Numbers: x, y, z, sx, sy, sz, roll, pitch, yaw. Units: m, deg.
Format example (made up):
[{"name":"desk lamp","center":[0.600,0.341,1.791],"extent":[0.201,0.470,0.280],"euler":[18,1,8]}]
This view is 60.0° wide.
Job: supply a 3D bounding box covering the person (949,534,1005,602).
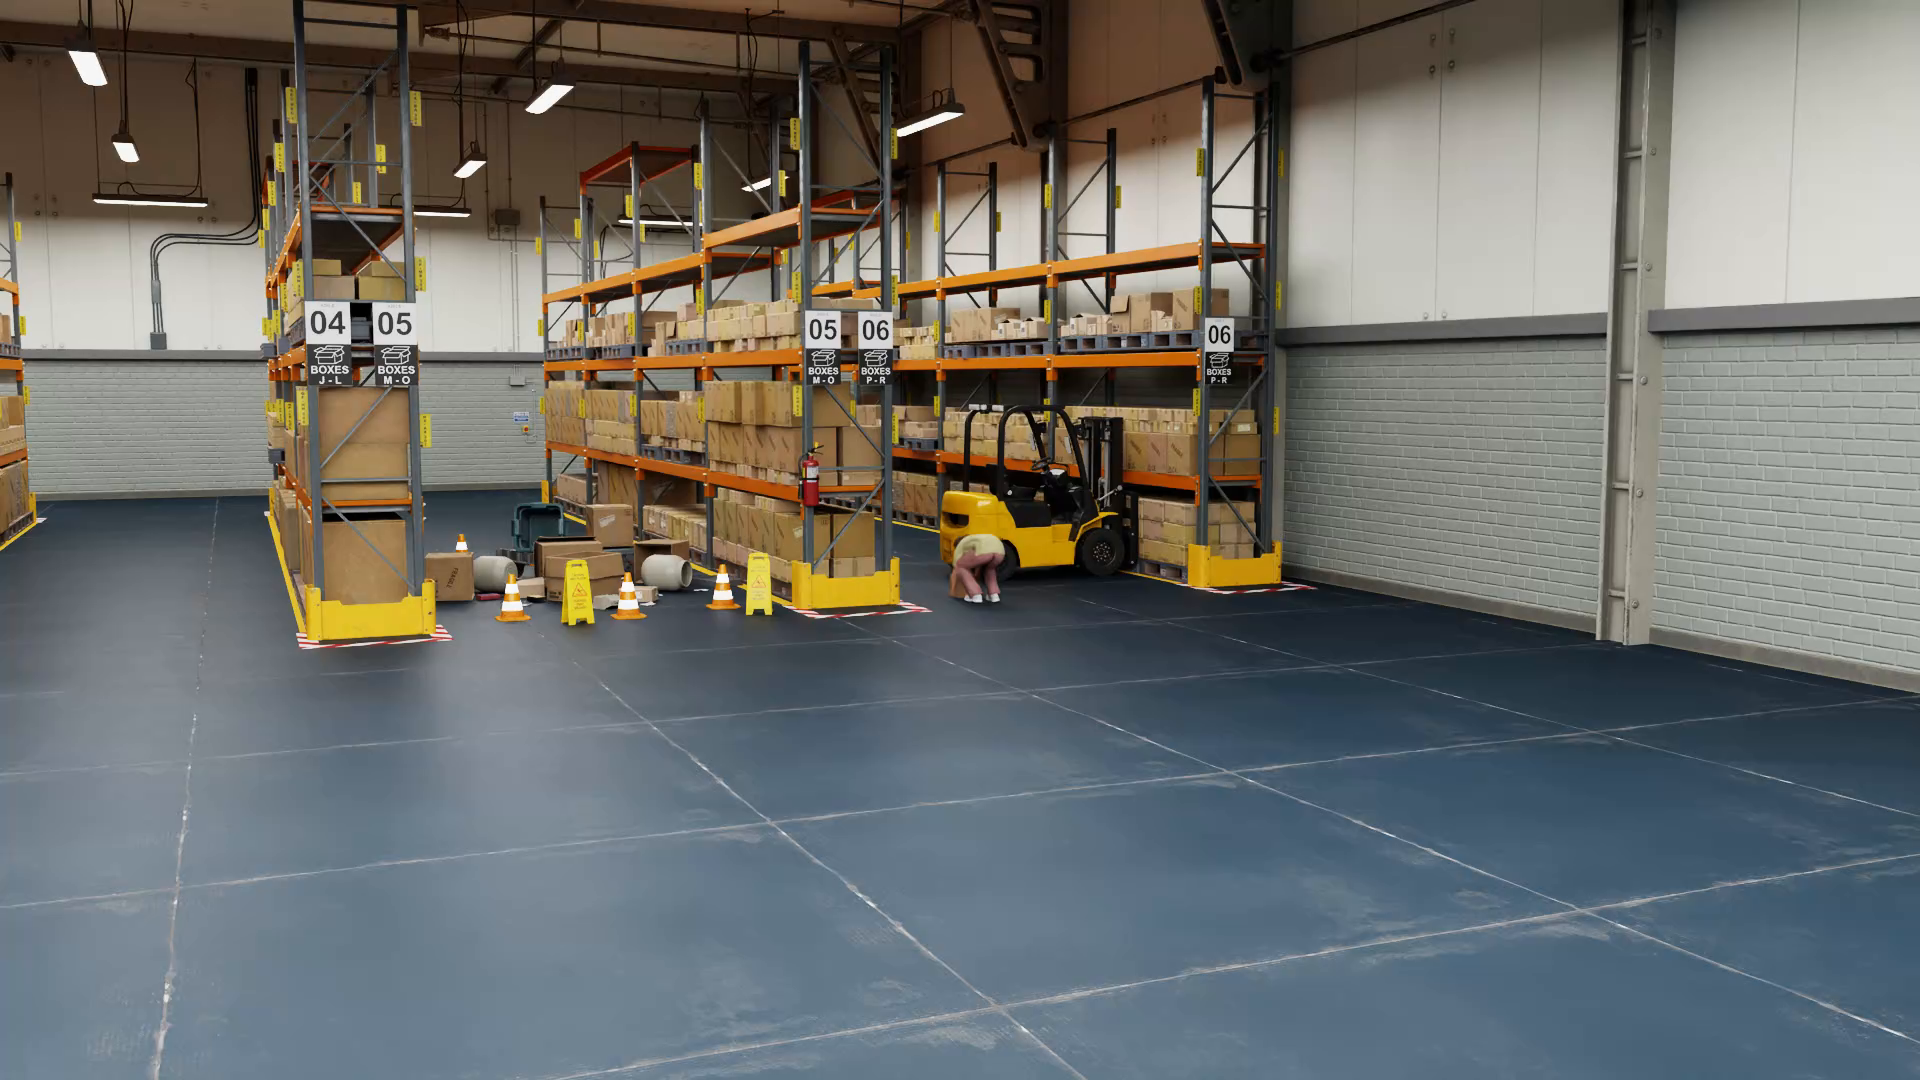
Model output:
[{"name":"person","center":[0.186,0.322,18.686],"extent":[0.468,0.760,0.864],"euler":[-3,6,-25]}]
